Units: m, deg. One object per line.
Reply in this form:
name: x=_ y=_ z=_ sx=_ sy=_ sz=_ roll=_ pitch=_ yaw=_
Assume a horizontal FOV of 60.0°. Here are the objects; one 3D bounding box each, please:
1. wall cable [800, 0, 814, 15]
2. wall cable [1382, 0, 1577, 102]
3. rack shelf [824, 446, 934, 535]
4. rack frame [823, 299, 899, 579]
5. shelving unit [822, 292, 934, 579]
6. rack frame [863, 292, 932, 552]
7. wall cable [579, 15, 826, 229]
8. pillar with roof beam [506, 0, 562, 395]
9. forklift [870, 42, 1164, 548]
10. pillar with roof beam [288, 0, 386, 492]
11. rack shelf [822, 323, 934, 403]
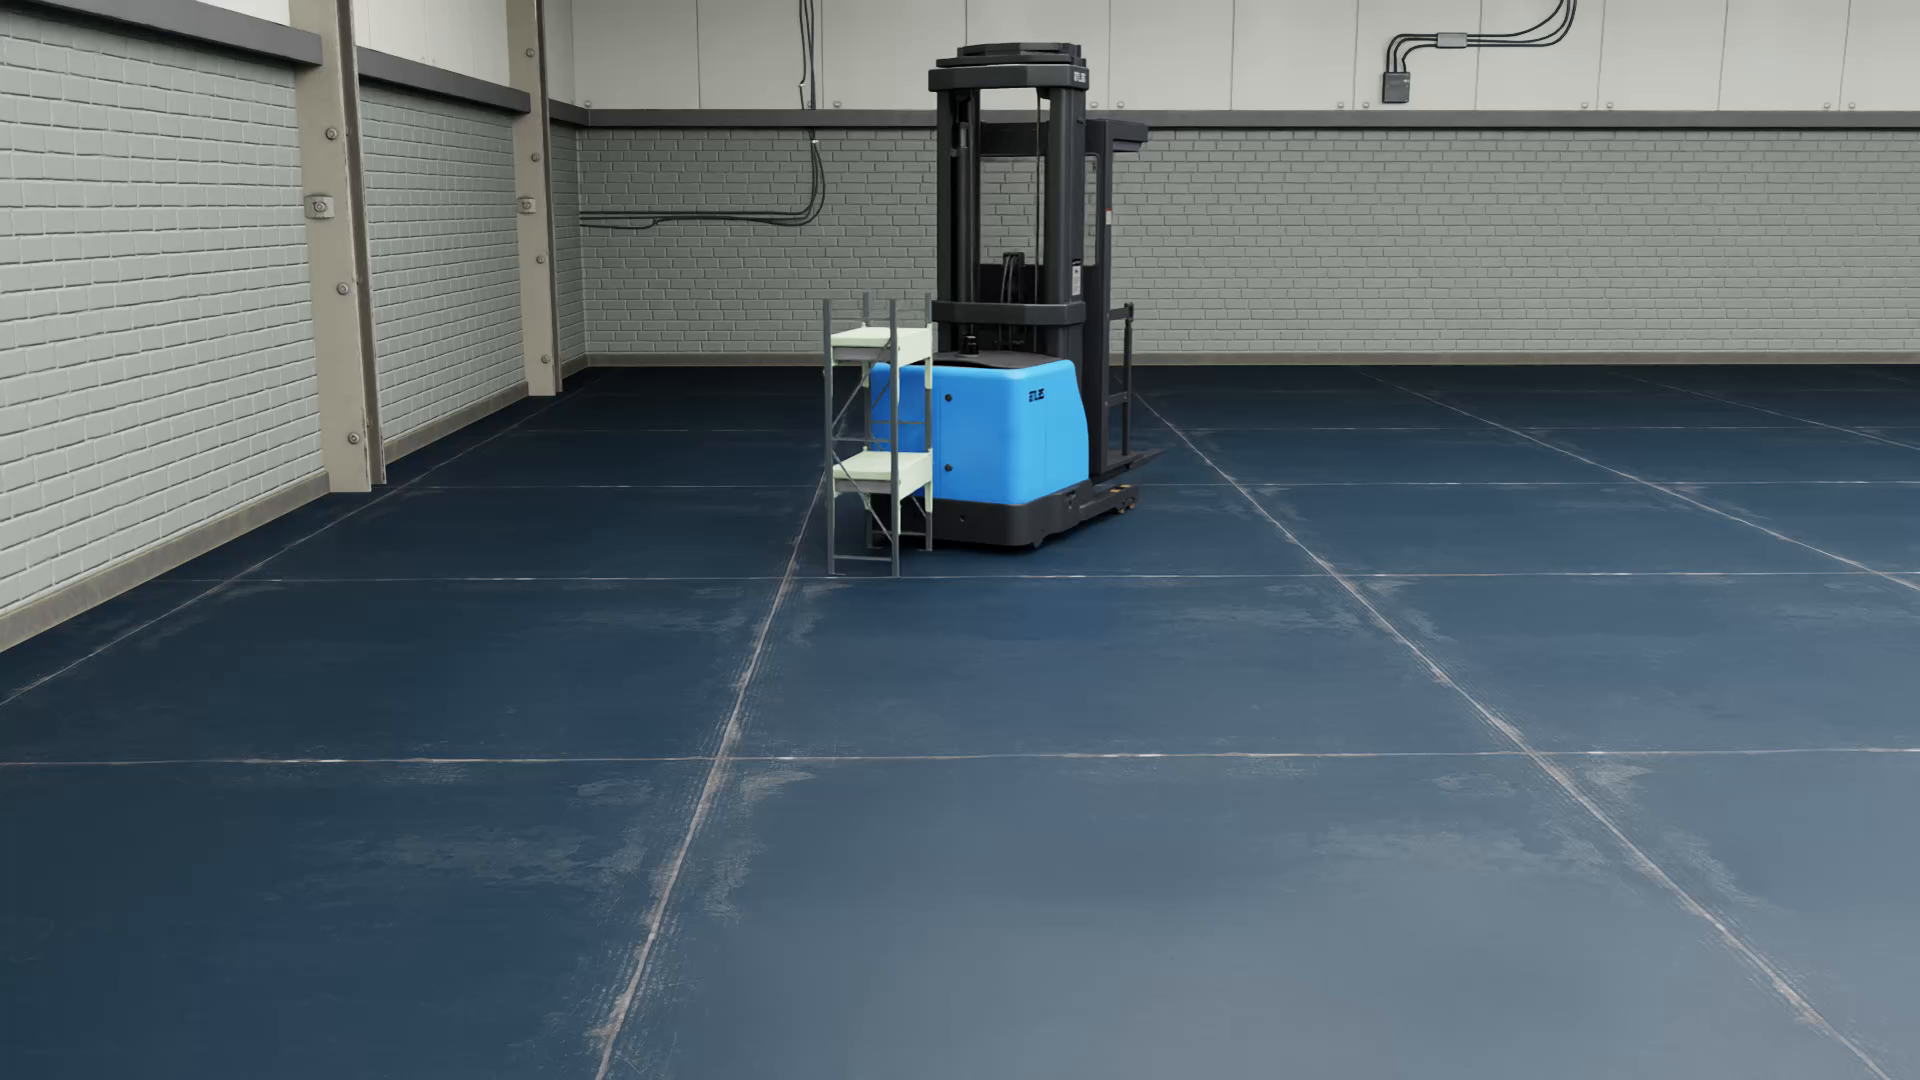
wall cable: x=-0.485 y=-7.535 z=19.676 sx=3.097 sy=2.526 sz=0.112 roll=0 pitch=11 yaw=-1
wall cable: x=6.302 y=-8.273 z=19.653 sx=2.305 sy=6.003 sz=0.169 roll=0 pitch=11 yaw=-1
rack shelf: x=-0.443 y=-0.285 z=9.332 sx=0.431 sy=0.370 sz=0.720 roll=3 pitch=12 yaw=13
rack frame: x=-0.528 y=-0.534 z=8.918 sx=0.400 sy=1.500 sz=0.023 roll=3 pitch=12 yaw=13
shelving unit: x=-0.443 y=-0.605 z=9.267 sx=0.431 sy=1.500 sz=0.755 roll=3 pitch=12 yaw=13
rack frame: x=-0.358 y=-0.675 z=9.616 sx=0.400 sy=1.500 sz=0.023 roll=3 pitch=12 yaw=13
wall cable: x=-3.189 y=-5.049 z=20.123 sx=3.097 sy=2.526 sz=0.112 roll=0 pitch=11 yaw=-1
pillar with roof beam: x=-0.146 y=-5.997 z=16.988 sx=9.100 sy=9.000 sz=0.400 roll=0 pitch=11 yaw=-1
forklift: x=0.539 y=-1.640 z=10.770 sx=1.130 sy=2.935 sz=3.031 roll=5 pitch=13 yaw=25
pillar with roof beam: x=-0.022 y=-4.805 z=11.109 sx=9.100 sy=9.000 sz=0.400 roll=0 pitch=11 yaw=-1
rack shelf: x=-0.443 y=-0.987 z=9.189 sx=0.431 sy=0.370 sz=0.720 roll=3 pitch=12 yaw=13
